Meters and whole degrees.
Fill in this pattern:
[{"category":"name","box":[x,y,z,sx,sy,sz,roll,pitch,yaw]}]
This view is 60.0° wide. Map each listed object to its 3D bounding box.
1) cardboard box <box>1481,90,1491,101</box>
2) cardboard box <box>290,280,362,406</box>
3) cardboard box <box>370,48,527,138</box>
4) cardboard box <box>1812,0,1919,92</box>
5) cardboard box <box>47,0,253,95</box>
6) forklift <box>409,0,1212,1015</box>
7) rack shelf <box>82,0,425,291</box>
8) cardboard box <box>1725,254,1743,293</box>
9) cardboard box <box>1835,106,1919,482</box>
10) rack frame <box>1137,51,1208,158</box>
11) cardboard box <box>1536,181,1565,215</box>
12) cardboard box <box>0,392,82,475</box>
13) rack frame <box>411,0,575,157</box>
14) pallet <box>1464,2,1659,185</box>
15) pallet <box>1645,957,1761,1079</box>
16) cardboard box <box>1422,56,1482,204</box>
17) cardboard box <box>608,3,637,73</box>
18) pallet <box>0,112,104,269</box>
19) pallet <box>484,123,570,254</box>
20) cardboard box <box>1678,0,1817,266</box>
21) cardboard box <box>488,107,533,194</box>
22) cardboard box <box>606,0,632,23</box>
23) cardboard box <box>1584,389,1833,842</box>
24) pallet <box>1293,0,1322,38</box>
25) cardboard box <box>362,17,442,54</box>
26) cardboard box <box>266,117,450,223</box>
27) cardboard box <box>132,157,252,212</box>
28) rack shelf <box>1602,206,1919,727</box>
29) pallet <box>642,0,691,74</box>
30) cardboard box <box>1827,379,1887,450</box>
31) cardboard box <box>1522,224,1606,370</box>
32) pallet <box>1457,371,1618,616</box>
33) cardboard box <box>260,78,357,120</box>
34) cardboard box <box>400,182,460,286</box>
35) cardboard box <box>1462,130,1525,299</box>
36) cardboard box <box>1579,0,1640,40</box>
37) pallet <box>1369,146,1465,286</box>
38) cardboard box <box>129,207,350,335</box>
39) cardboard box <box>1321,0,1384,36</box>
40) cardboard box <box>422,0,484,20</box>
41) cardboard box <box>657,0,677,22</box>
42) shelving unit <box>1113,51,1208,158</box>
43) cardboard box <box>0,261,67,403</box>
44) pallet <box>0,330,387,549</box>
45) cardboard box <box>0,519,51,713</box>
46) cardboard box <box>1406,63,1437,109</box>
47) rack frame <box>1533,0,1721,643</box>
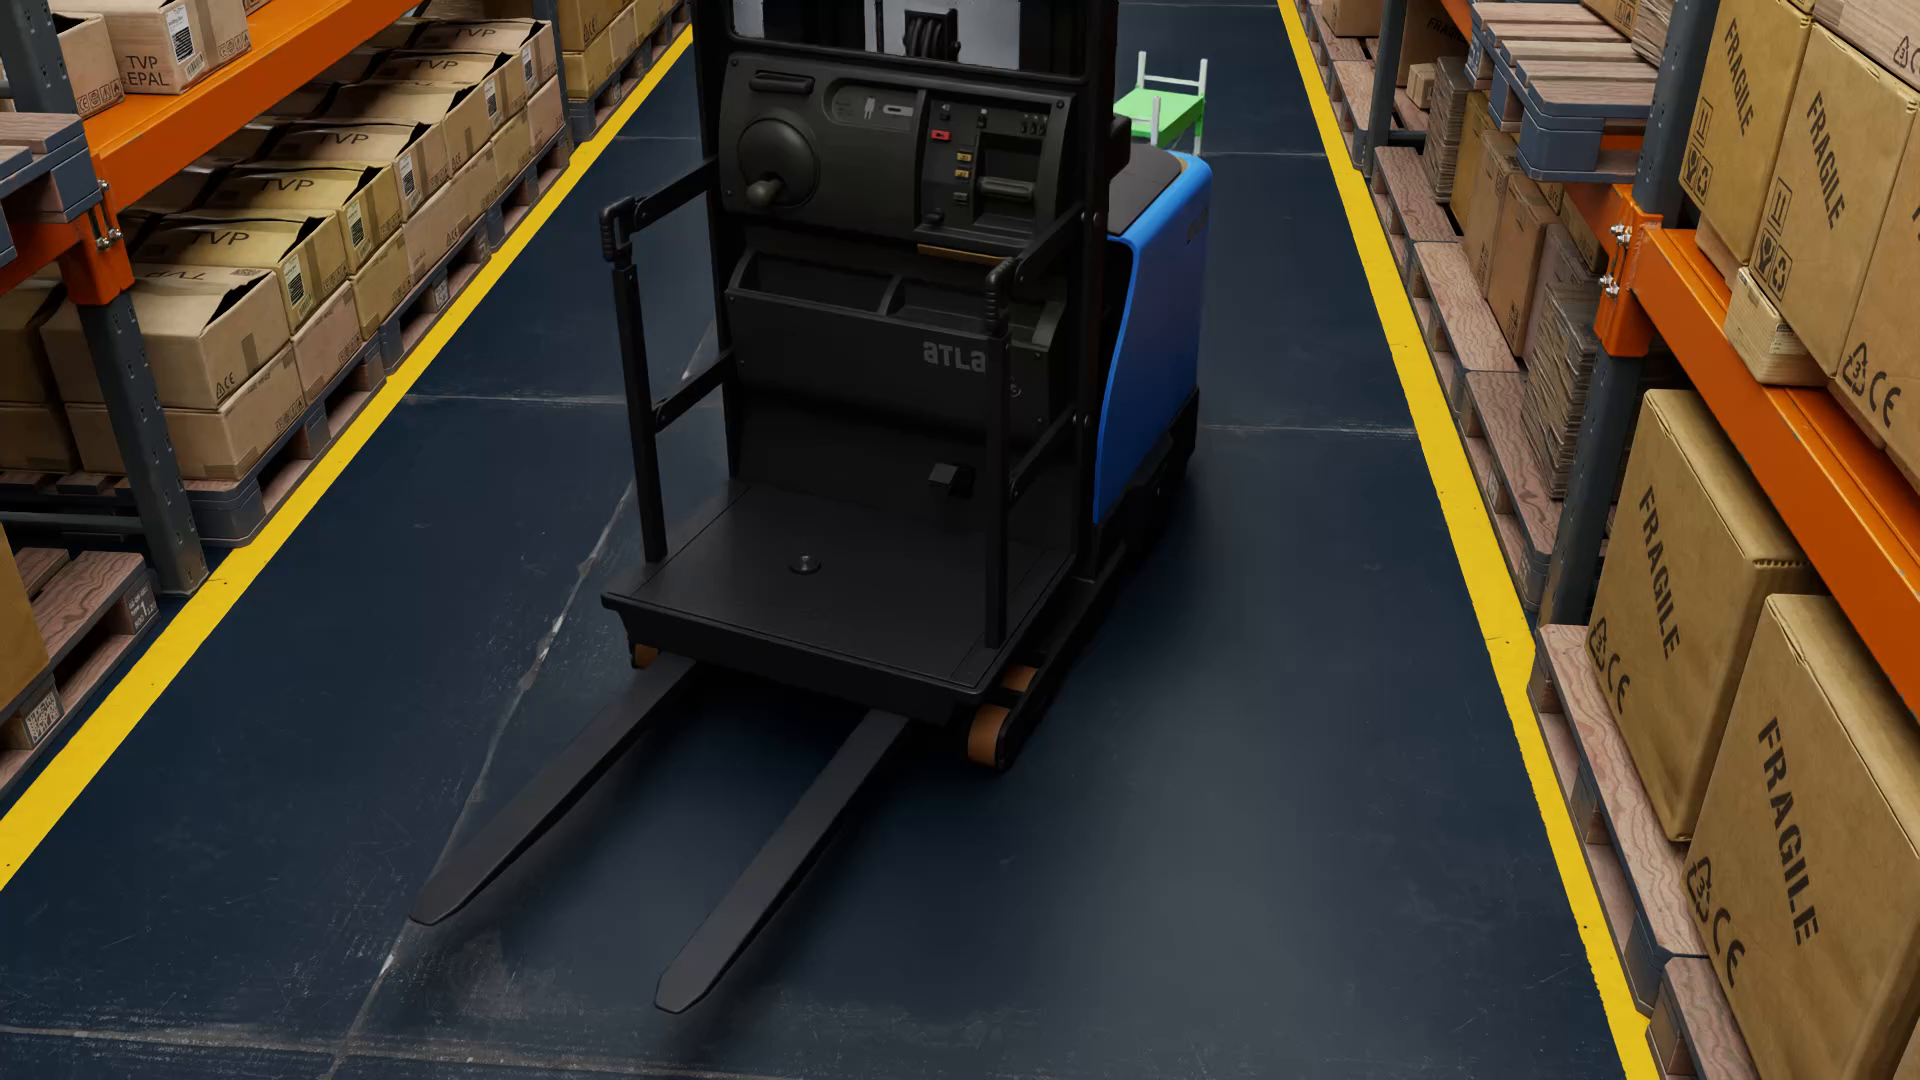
[{"category":"cardboard box","box":[2.398,-1.865,6.665,0.500,0.250,0.500,2,32,3]},{"category":"cardboard box","box":[-2.414,-0.689,5.729,0.500,0.250,0.500,2,32,3]},{"category":"cardboard box","box":[-2.247,-1.998,7.320,0.500,0.311,0.500,3,32,5]},{"category":"cardboard box","box":[1.811,-0.936,2.797,0.500,0.250,0.500,2,32,3]},{"category":"cardboard box","box":[-2.523,-1.578,5.036,0.500,0.311,0.500,2,32,3]},{"category":"forklift","box":[-0.260,-0.916,3.942,1.130,2.935,3.031,13,34,20]},{"category":"rack shelf","box":[-2.626,-1.896,6.153,1.077,0.370,4.000,2,32,4]},{"category":"cardboard box","box":[1.862,-0.554,3.511,0.380,0.149,0.250,3,32,5]},{"category":"cardboard box","box":[1.760,-0.348,2.558,0.500,0.500,0.500,2,32,4]},{"category":"rack frame","box":[0.717,-1.120,5.924,0.240,1.200,0.015,14,33,21]},{"category":"cardboard box","box":[2.301,-1.332,5.801,0.500,0.250,0.500,2,32,4]},{"category":"cardboard box","box":[-2.989,-0.450,5.342,0.500,0.250,0.500,3,32,5]},{"category":"rack frame","box":[-2.464,-3.248,7.661,1.000,3.000,0.127,2,32,4]},{"category":"pallet","box":[2.100,-1.242,4.589,1.213,0.211,1.003,2,32,4]},{"category":"pallet","box":[1.907,1.286,2.962,1.003,0.211,1.213,2,32,4]},{"category":"cardboard box","box":[2.431,-1.776,7.236,0.700,0.500,0.500,3,32,6]},{"category":"cardboard box","box":[-2.078,-2.747,9.069,0.500,0.250,0.500,2,32,4]},{"category":"pallet","box":[-2.774,-0.717,3.737,1.213,0.211,1.003,2,32,4]},{"category":"pallet","box":[-2.485,-1.674,7.765,1.003,0.211,1.213,2,32,4]},{"category":"cardboard box","box":[1.854,-0.881,3.423,0.500,0.500,0.500,3,32,5]},{"category":"cardboard box","box":[-2.251,-1.762,7.471,0.500,0.250,0.500,2,32,3]},{"category":"cardboard box","box":[-2.081,-3.066,8.872,0.500,0.500,0.500,2,32,4]},{"category":"cardboard box","box":[1.958,0.169,3.766,0.750,0.750,0.750,2,32,3]},{"category":"pallet","box":[2.692,-3.480,10.695,1.003,0.211,1.213,2,32,4]},{"category":"cardboard box","box":[-2.745,-2.289,7.792,0.500,0.311,0.500,3,32,4]},{"category":"cardboard box","box":[-2.334,-1.475,6.470,0.500,0.311,0.500,2,32,3]},{"category":"cardboard box","box":[-2.912,-1.223,6.062,0.500,0.311,0.500,2,32,4]},{"category":"rack shelf","box":[1.986,0.405,2.419,1.077,0.370,4.000,2,32,4]},{"category":"pallet","box":[-2.260,-3.114,10.102,1.003,0.211,1.213,2,32,4]},{"category":"cardboard box","box":[1.858,-0.282,3.070,0.380,0.149,0.250,2,32,3]},{"category":"cardboard box","box":[2.313,-0.713,5.511,0.700,0.500,0.500,2,32,4]},{"category":"pallet","box":[2.213,-0.168,5.321,1.003,0.211,1.213,2,32,4]},{"category":"cardboard box","box":[-2.832,-1.757,6.928,0.500,0.311,0.500,1,32,2]},{"category":"cardboard box","box":[-2.335,-1.229,6.605,0.500,0.250,0.500,3,32,5]},{"category":"cardboard box","box":[2.357,-1.238,6.364,0.700,0.500,0.500,3,32,5]},{"category":"cardboard box","box":[2.195,-1.716,4.661,0.700,0.500,0.500,0,32,-1]},{"category":"pallet","box":[2.412,-1.444,7.392,1.003,0.211,1.213,2,32,4]},{"category":"cardboard box","box":[-2.419,-0.940,5.601,0.500,0.311,0.500,2,32,3]},{"category":"cardboard box","box":[2.498,-3.215,9.572,0.700,0.500,0.500,1,32,1]},{"category":"cardboard box","box":[-2.591,-3.088,8.908,0.500,0.500,0.500,2,32,4]},{"category":"cardboard box","box":[-1.997,-3.270,9.917,0.500,0.250,0.500,2,32,4]},{"category":"shelving unit","box":[0.615,-1.008,5.733,0.258,1.200,0.503,14,33,21]},{"category":"cardboard box","box":[-2.992,-0.688,5.193,0.500,0.311,0.500,3,32,5]},{"category":"pallet","box":[-2.683,-0.398,5.694,1.003,0.211,1.213,2,32,4]},{"category":"cardboard box","box":[-2.631,0.220,3.998,0.500,0.500,0.500,4,32,6]},{"category":"cardboard box","box":[2.488,-2.300,8.405,0.380,0.166,0.250,-2,32,-2]},{"category":"rack frame","box":[2.148,-0.947,3.927,1.000,3.000,0.127,2,32,4]}]
